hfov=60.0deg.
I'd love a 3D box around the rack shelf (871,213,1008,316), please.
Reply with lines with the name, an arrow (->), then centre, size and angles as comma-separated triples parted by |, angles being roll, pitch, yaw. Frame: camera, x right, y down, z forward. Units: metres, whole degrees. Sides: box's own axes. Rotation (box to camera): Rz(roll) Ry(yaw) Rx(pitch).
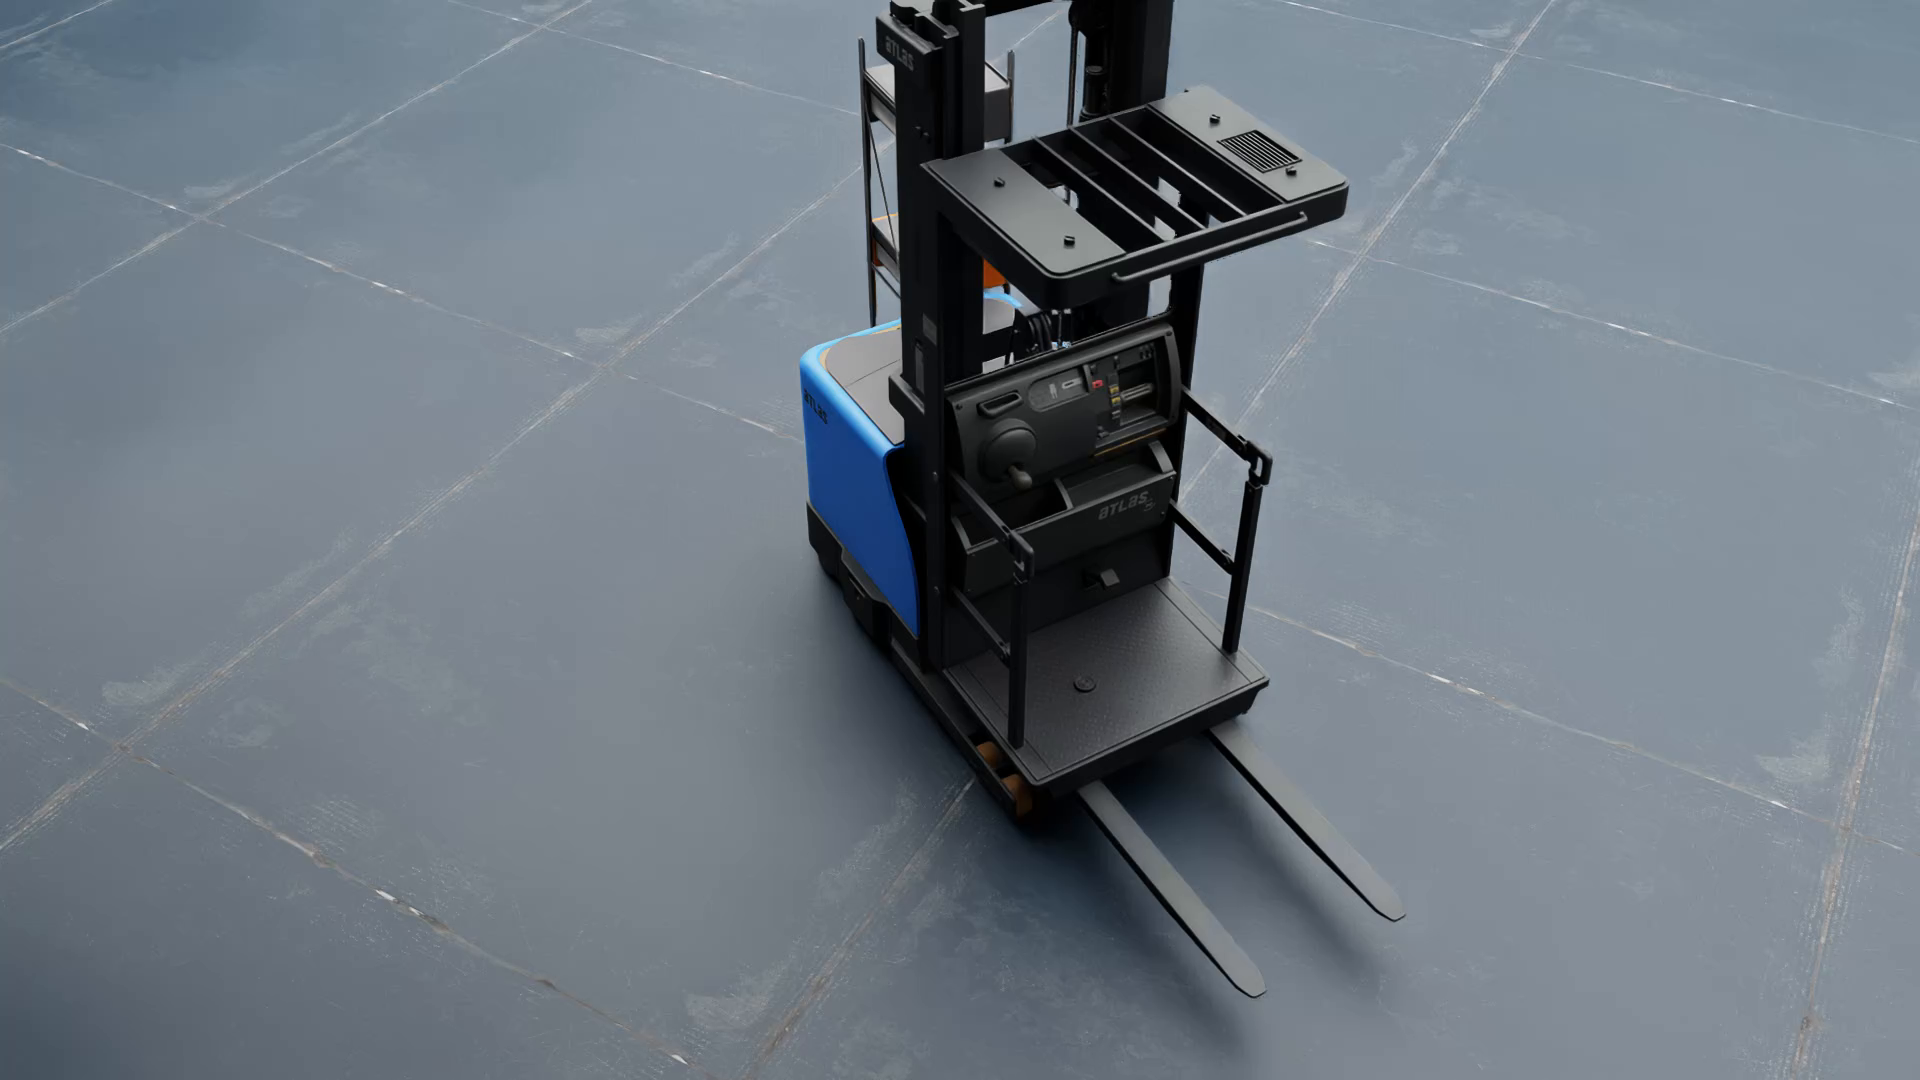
rack shelf -> -0.096, -1.175, 7.332 | 0.480, 0.518, 0.431 | -18, 44, -19

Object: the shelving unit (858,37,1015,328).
shelving unit -> -0.096, -1.185, 7.323 | 0.503, 2.100, 0.431 | -18, 44, -19

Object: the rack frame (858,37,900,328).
rack frame -> -0.315, -1.114, 7.241 | 0.015, 2.100, 0.400 | -18, 44, -19

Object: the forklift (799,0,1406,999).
forklift -> 0.498, -0.390, 5.791 | 1.130, 2.935, 3.031 | -21, 46, -22

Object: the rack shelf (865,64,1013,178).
rack shelf -> -0.096, -1.700, 6.869 | 0.480, 0.518, 0.431 | -18, 44, -19

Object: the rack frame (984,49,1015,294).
rack frame -> 0.122, -1.257, 7.404 | 0.015, 2.100, 0.400 | -18, 44, -19
